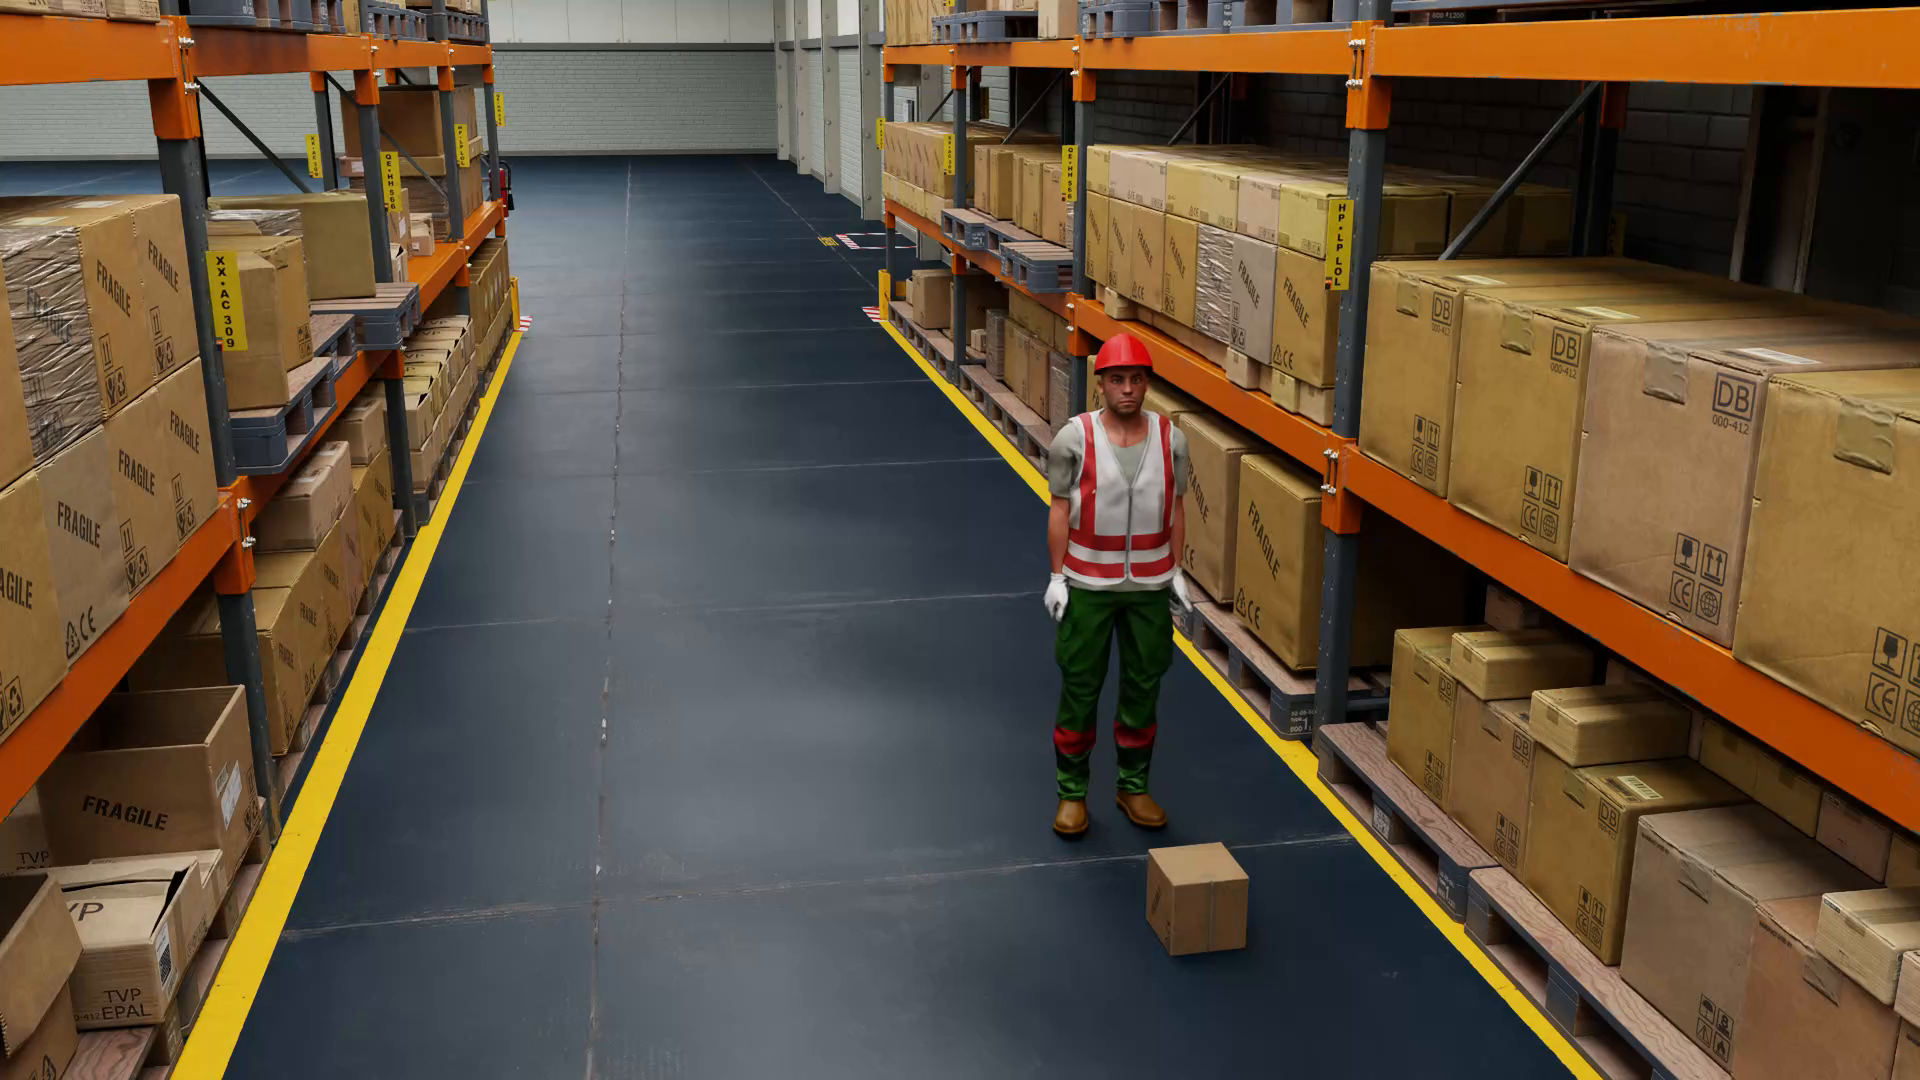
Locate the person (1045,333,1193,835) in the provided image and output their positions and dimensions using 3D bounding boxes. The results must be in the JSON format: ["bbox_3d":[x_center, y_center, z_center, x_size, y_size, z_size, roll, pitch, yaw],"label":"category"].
[{"bbox_3d":[0.570,0.163,5.921,0.526,1.795,0.364,-3,16,-10],"label":"person"}]
